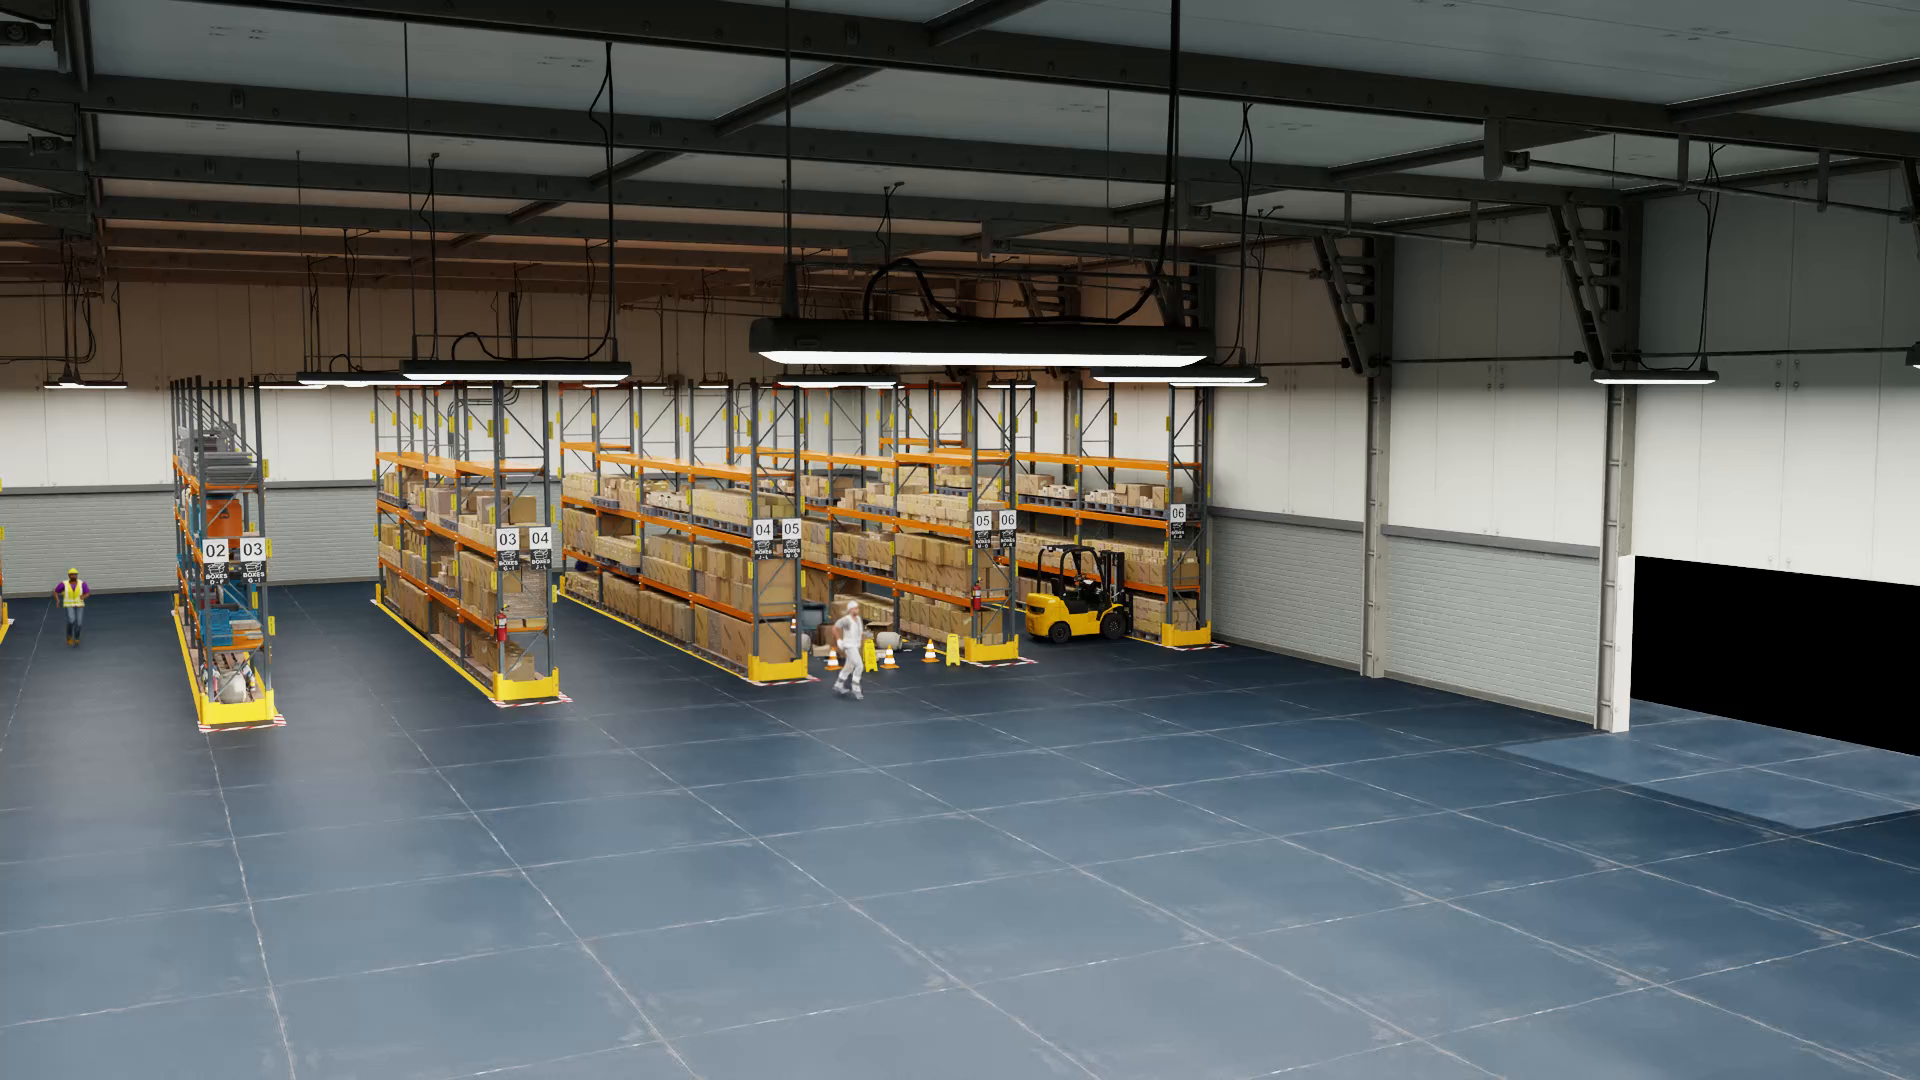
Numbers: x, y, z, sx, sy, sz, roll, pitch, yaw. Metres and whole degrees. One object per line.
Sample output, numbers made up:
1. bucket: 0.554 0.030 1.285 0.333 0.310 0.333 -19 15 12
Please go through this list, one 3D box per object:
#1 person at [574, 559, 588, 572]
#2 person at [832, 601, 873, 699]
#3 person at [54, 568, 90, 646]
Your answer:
1. person: -11.049 0.622 48.787 0.757 1.591 0.645 -1 5 -7
2. person: -2.030 2.066 31.255 0.791 1.848 0.626 2 5 22
3. person: -19.966 1.513 37.471 0.677 1.745 0.678 -4 7 -39
